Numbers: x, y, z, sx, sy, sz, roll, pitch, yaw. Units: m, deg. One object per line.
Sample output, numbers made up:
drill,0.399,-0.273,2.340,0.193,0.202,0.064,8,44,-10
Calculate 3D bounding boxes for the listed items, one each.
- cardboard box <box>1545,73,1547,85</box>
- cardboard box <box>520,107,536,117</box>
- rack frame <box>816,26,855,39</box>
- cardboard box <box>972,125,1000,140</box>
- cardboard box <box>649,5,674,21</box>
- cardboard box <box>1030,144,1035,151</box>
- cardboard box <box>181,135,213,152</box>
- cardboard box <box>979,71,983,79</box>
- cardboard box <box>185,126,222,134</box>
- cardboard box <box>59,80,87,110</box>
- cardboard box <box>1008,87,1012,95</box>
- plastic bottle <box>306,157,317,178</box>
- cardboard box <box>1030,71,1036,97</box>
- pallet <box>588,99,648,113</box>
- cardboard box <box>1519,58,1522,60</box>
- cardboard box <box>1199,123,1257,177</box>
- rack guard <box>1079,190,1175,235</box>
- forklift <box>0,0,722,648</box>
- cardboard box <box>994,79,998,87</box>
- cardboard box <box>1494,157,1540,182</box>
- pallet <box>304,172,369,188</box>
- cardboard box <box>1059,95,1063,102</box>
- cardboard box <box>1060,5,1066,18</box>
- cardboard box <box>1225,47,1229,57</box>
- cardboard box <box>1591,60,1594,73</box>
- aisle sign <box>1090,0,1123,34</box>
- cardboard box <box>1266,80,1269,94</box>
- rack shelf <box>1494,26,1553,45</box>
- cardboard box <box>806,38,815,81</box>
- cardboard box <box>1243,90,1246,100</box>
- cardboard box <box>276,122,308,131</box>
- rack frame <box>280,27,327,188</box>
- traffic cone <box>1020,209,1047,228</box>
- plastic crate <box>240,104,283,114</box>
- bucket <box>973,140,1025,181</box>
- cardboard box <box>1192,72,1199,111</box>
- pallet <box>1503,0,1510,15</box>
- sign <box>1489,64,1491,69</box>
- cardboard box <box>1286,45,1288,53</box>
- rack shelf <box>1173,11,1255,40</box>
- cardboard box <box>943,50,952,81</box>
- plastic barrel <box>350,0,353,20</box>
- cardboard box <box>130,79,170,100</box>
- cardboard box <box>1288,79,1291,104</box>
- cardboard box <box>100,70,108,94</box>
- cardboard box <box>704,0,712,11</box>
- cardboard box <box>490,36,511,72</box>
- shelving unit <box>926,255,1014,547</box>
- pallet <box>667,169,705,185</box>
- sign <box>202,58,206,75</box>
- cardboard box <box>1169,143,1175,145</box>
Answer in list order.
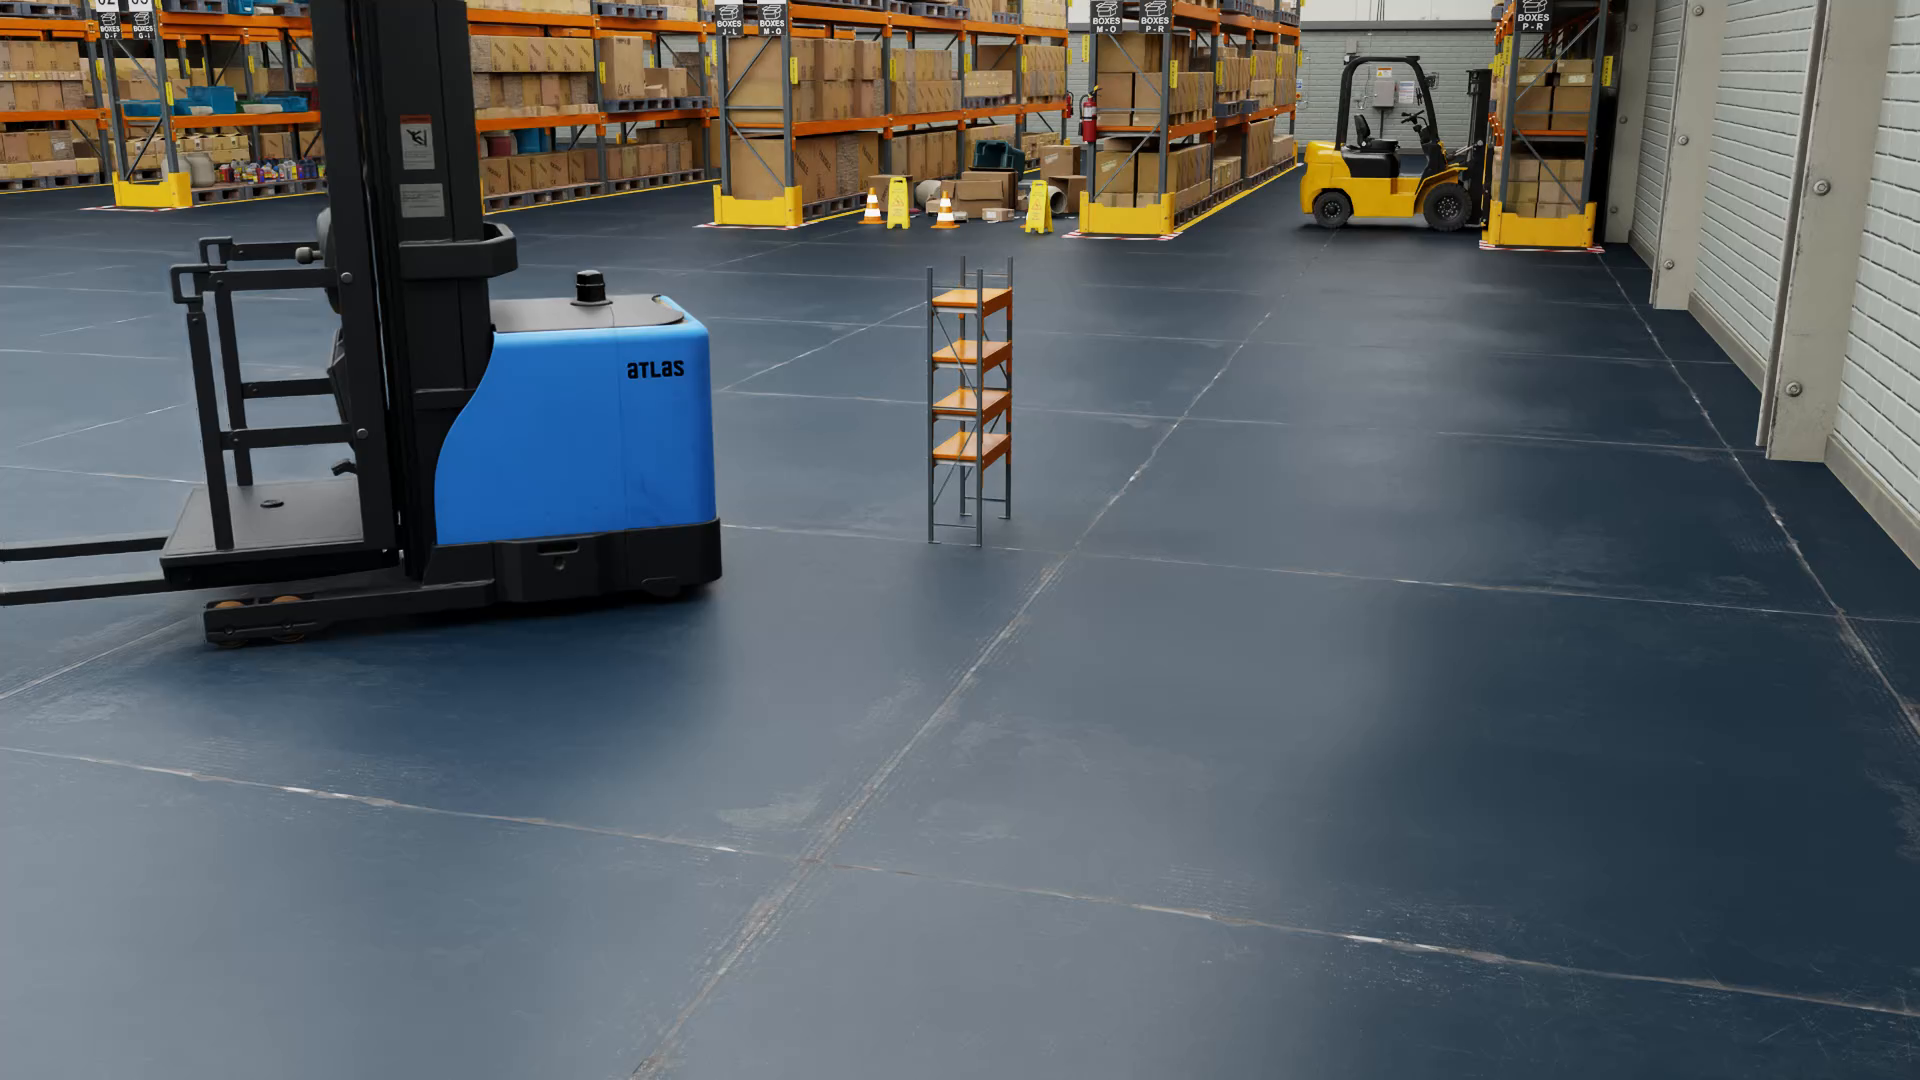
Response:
cardboard box,6.854,-5.546,20.012,0.380,0.149,0.250,5,17,17
cardboard box,-6.585,-6.413,24.903,0.380,0.149,0.250,5,16,16
rack frame,-2.867,-10.279,38.073,1.000,3.000,0.127,5,16,16
cardboard box,0.458,-7.695,31.397,0.500,0.250,0.500,4,16,13
cardboard box,-5.314,-9.152,28.875,0.500,0.250,0.500,5,17,17
cardboard box,1.333,-8.145,34.460,0.380,0.149,0.250,5,17,18
cardboard box,-14.838,-7.680,32.150,0.500,0.311,0.500,5,16,16
cardboard box,0.202,-8.523,30.481,0.380,0.149,0.250,5,17,18
cardboard box,-17.940,-9.572,39.391,0.700,0.500,0.500,5,17,17
cardboard box,-15.894,-7.840,29.291,0.700,0.500,0.500,4,16,14
cardboard box,0.800,-8.783,32.490,0.380,0.149,0.250,4,16,15
plastic bottle,-10.933,-6.270,27.987,0.144,0.351,0.185,4,16,14
cardboard box,1.239,-9.253,33.726,0.500,0.500,0.500,5,16,16
pallet,-5.921,-7.236,27.695,1.003,0.211,1.213,5,16,16
cardboard box,10.581,-9.068,32.159,0.500,0.500,0.500,5,17,17
cardboard box,4.637,-6.772,28.831,0.875,0.875,0.875,4,16,15
rack guard,2.109,-4.142,21.016,1.175,0.500,0.348,5,16,16
forklift,-2.514,-1.184,6.131,3.031,2.935,1.130,-5,17,-18
cardboard box,0.503,-8.653,31.485,0.380,0.149,0.250,4,16,13
cardboard box,6.679,-4.446,19.943,0.500,0.250,0.500,5,17,18
pallet,-10.840,-6.391,29.474,1.003,0.211,1.213,5,16,16
cardboard box,2.038,-9.640,36.280,0.380,0.149,0.250,5,16,16
cardboard box,1.973,-11.339,35.672,0.500,0.250,0.500,4,16,14
cardboard box,3.907,-7.464,25.462,0.380,0.149,0.250,6,17,19
cardboard box,7.283,-5.580,19.588,0.380,0.149,0.250,5,17,18
aisle sign,1.792,-6.582,20.272,0.394,0.787,0.004,5,16,16
cardboard box,5.329,-8.231,30.210,0.500,0.250,0.500,5,17,17
rack shelf,10.826,-9.700,31.854,1.077,0.370,4.000,5,16,16
cardboard box,-2.477,-6.519,22.562,0.875,0.550,0.550,5,16,16
cardboard box,4.458,-7.250,27.083,0.380,0.149,0.250,4,16,15
cardboard box,-14.298,-8.871,35.509,0.500,0.250,0.500,4,16,15
rack frame,-11.026,-7.524,28.358,1.000,3.000,0.127,5,16,16
traffic cone,0.973,-4.317,21.701,0.336,0.463,0.334,5,16,16
plastic crate,-11.245,-6.952,26.827,0.530,0.136,0.437,5,16,16
bucket,0.621,-5.671,25.038,0.726,0.611,0.620,11,9,35
cardboard box,2.912,-6.021,22.332,0.500,0.500,0.500,4,16,15
pallet,9.014,-8.201,25.597,1.213,0.211,1.003,5,17,18
sign,10.874,-9.585,34.040,0.100,0.325,0.005,5,16,16
cardboard box,6.414,-9.904,33.547,0.380,0.149,0.250,5,17,17
rack shelf,3.792,-7.991,25.828,1.077,0.370,4.000,5,16,16
cardboard box,-0.551,-8.188,28.683,0.700,0.500,0.500,5,16,16
plastic barrel,-10.904,-9.529,29.012,0.600,0.901,0.600,0,16,0
cardboard box,-15.248,-8.425,31.354,0.500,0.500,0.500,5,16,16
cardboard box,6.457,-9.147,33.896,0.500,0.500,0.500,5,17,17
cardboard box,-18.705,-9.913,36.015,0.500,0.500,0.500,5,16,16
cardboard box,-5.036,-10.046,30.795,0.797,0.503,0.637,6,17,19
cardboard box,-6.848,-7.018,24.016,0.500,0.500,0.500,5,16,16
shelving unit,0.047,-0.621,7.318,0.258,1.200,0.503,5,16,16
pallet,-5.364,-6.640,30.354,1.003,0.211,1.213,5,16,16
sign,-15.160,-9.514,33.398,0.100,0.325,0.005,5,16,16
cardboard box,2.798,-5.478,24.040,0.500,0.500,0.500,5,17,19
